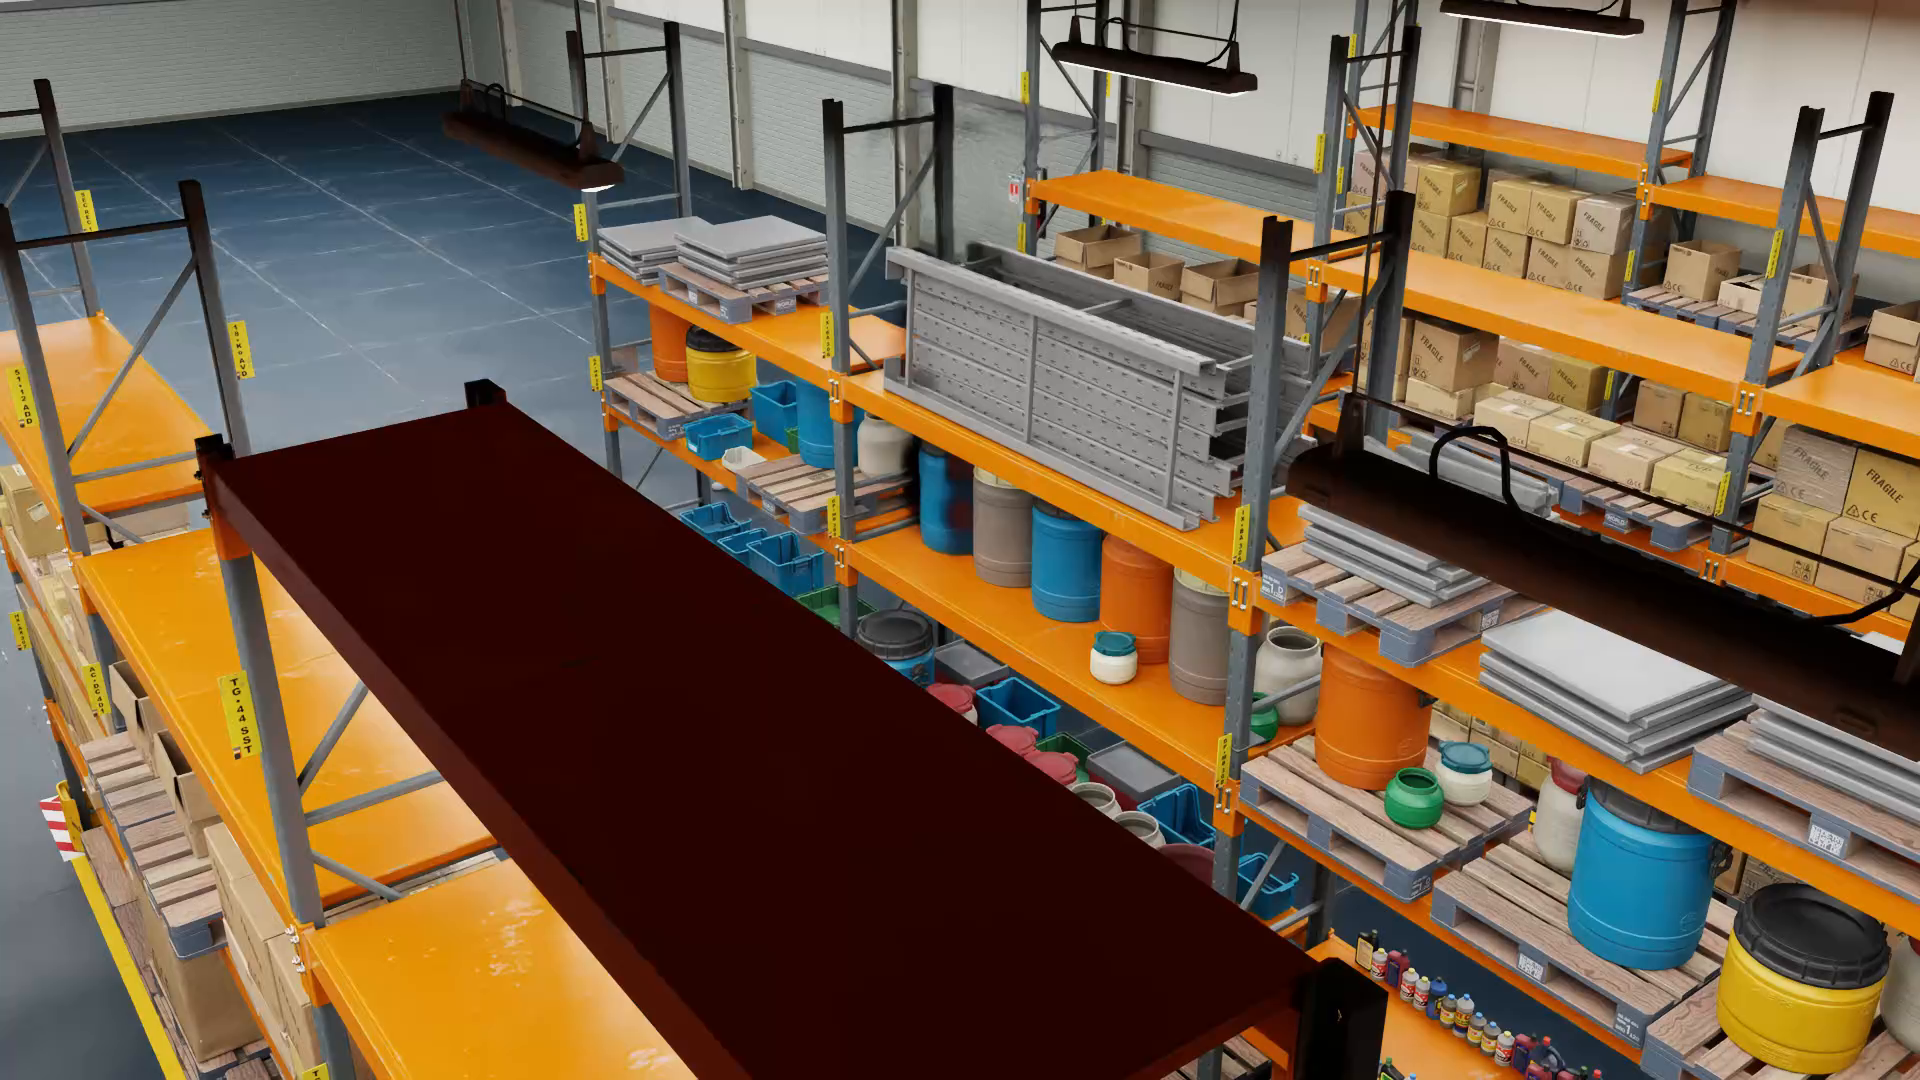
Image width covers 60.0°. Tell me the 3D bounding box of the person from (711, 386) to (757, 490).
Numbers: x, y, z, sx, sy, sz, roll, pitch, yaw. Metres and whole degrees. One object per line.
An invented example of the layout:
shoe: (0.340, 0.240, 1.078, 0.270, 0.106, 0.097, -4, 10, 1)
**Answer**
person: (-2.655, -1.474, 20.096, 0.841, 1.751, 0.660, -10, 27, -20)
